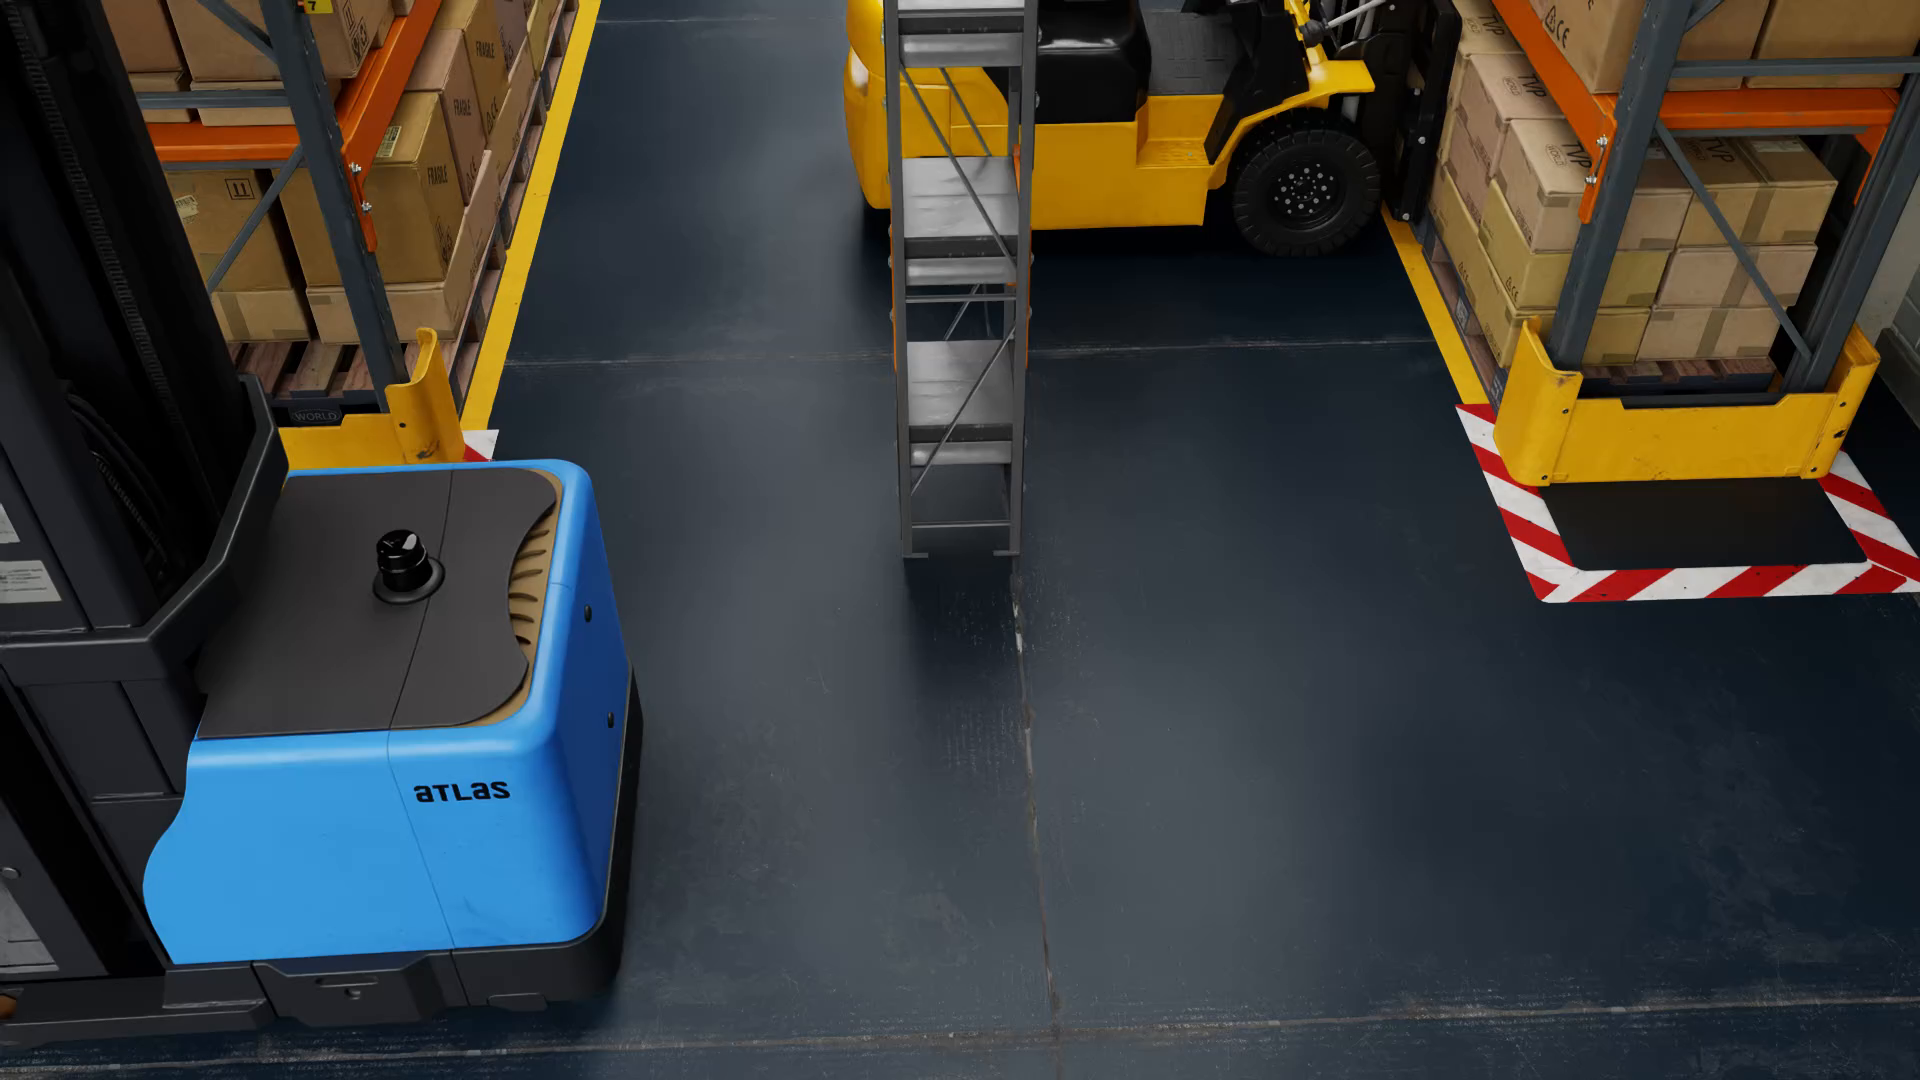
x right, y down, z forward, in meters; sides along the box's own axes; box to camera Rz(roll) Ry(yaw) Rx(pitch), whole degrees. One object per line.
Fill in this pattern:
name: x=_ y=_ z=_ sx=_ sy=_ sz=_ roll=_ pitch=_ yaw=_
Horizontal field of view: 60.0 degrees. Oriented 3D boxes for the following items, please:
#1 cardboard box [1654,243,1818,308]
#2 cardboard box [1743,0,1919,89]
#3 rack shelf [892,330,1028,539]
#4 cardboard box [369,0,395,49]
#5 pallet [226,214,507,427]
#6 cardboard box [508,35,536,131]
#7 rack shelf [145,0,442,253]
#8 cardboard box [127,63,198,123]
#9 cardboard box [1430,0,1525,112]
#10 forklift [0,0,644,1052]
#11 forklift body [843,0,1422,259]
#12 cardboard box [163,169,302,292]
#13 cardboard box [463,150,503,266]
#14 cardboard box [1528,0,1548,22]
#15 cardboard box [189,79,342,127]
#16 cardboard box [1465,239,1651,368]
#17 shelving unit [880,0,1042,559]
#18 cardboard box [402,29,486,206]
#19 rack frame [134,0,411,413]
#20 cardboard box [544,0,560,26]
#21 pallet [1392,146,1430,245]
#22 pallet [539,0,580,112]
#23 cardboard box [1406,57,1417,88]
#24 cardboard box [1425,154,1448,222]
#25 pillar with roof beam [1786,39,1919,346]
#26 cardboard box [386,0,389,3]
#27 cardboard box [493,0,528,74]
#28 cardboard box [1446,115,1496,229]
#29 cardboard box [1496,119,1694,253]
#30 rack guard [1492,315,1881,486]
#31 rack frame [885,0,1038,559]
cardboard box: x=2.751 y=-1.095 z=6.079 sx=0.500 sy=0.250 sz=0.500 roll=-1 pitch=43 yaw=-1
cardboard box: x=2.820 y=-1.826 z=5.448 sx=0.500 sy=0.500 sz=0.500 roll=0 pitch=43 yaw=0
rack shelf: x=-0.007 y=-0.360 z=5.645 sx=0.431 sy=0.518 sz=0.480 roll=-2 pitch=43 yaw=-2
cardboard box: x=-2.158 y=-1.795 z=5.675 sx=0.380 sy=0.149 sz=0.250 roll=-3 pitch=43 yaw=-3
pallet: x=-2.398 y=-0.874 z=6.547 sx=1.003 sy=0.211 sz=1.213 roll=-2 pitch=43 yaw=-2
cardboard box: x=-2.222 y=-2.049 z=7.489 sx=0.500 sy=0.250 sz=0.500 roll=-1 pitch=43 yaw=-1
rack shelf: x=-2.480 y=-2.386 z=6.666 sx=1.077 sy=0.370 sz=4.000 roll=-2 pitch=43 yaw=-2
cardboard box: x=-2.625 y=-1.455 z=5.303 sx=0.380 sy=0.149 sz=0.250 roll=0 pitch=43 yaw=0
cardboard box: x=2.174 y=-1.943 z=6.634 sx=0.500 sy=0.250 sz=0.500 roll=-1 pitch=43 yaw=-1
forklift: x=-2.442 y=-0.119 z=3.711 sx=3.031 sy=2.935 sz=1.130 roll=-3 pitch=43 yaw=-3
forklift body: x=0.661 y=-2.361 z=6.734 sx=2.313 sy=2.155 sz=1.214 roll=-2 pitch=43 yaw=-2
cardboard box: x=-2.690 y=-1.252 z=6.065 sx=0.500 sy=0.500 sz=0.500 roll=-1 pitch=43 yaw=-2
cardboard box: x=-2.167 y=-1.340 z=6.716 sx=0.500 sy=0.250 sz=0.500 roll=0 pitch=43 yaw=0
cardboard box: x=2.268 y=-2.158 z=5.811 sx=0.500 sy=0.500 sz=0.500 roll=0 pitch=43 yaw=0
cardboard box: x=-2.203 y=-1.444 z=5.291 sx=0.380 sy=0.149 sz=0.250 roll=-1 pitch=43 yaw=-2
cardboard box: x=2.228 y=-0.896 z=6.231 sx=0.500 sy=0.250 sz=0.500 roll=-1 pitch=43 yaw=-1
shelving unit: x=-0.007 y=-0.886 z=5.162 sx=0.431 sy=2.100 sz=0.503 roll=-2 pitch=43 yaw=-2
cardboard box: x=-2.181 y=-1.640 z=6.489 sx=0.500 sy=0.500 sz=0.500 roll=-3 pitch=43 yaw=-3
rack frame: x=-2.395 y=-1.301 z=4.950 sx=1.000 sy=3.000 sz=0.127 roll=-2 pitch=43 yaw=-2
cardboard box: x=-2.272 y=-2.751 z=8.256 sx=0.500 sy=0.250 sz=0.500 roll=0 pitch=43 yaw=0
pallet: x=2.441 y=-1.755 z=7.508 sx=1.003 sy=0.211 sz=1.213 roll=-2 pitch=43 yaw=-2
pallet: x=-2.501 y=-2.521 z=8.345 sx=1.003 sy=0.211 sz=1.213 roll=-2 pitch=43 yaw=-2
cardboard box: x=2.160 y=-2.116 z=7.193 sx=0.500 sy=0.250 sz=0.500 roll=-2 pitch=43 yaw=-2
cardboard box: x=2.204 y=-1.570 z=6.967 sx=0.500 sy=0.250 sz=0.500 roll=-1 pitch=43 yaw=-1
pillar with roof beam: x=-0.866 y=-4.030 z=3.487 sx=9.100 sy=9.000 sz=0.400 roll=-2 pitch=43 yaw=-2
cardboard box: x=-2.163 y=-2.125 z=5.554 sx=0.500 sy=0.500 sz=0.500 roll=0 pitch=43 yaw=0
cardboard box: x=-2.226 y=-2.340 z=7.252 sx=0.500 sy=0.500 sz=0.500 roll=0 pitch=43 yaw=0
cardboard box: x=2.220 y=-1.430 z=6.445 sx=0.500 sy=0.250 sz=0.500 roll=-2 pitch=43 yaw=-2
cardboard box: x=2.233 y=-1.258 z=5.887 sx=0.500 sy=0.250 sz=0.500 roll=0 pitch=43 yaw=0
rack guard: x=2.565 y=-0.509 z=5.935 sx=1.175 sy=0.500 sz=0.348 roll=-2 pitch=43 yaw=-2
rack frame: x=0.003 y=-0.721 z=4.983 sx=0.400 sy=2.100 sz=0.015 roll=-2 pitch=43 yaw=-2
